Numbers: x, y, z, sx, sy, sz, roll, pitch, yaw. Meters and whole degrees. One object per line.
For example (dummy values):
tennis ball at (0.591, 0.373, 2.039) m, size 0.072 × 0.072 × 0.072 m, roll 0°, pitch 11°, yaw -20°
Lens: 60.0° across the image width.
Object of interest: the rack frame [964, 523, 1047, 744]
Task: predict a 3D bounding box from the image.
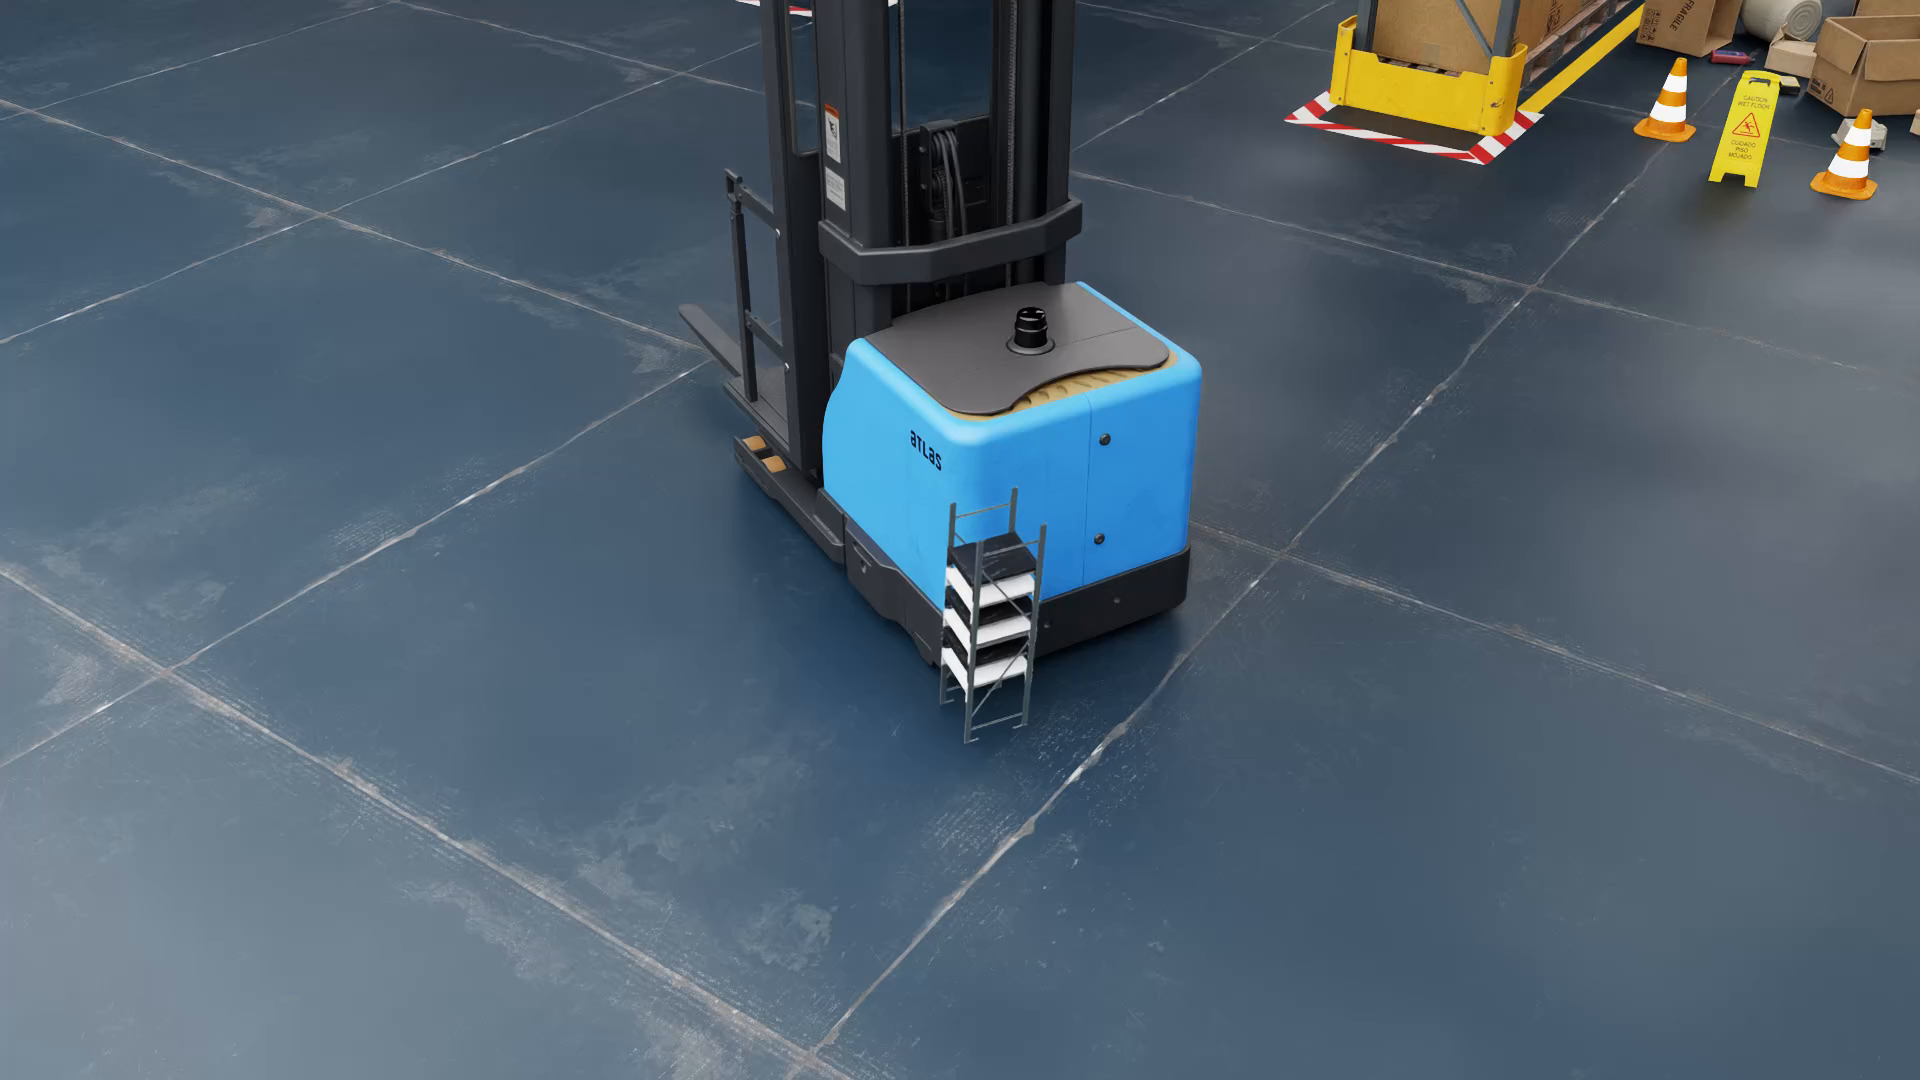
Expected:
rack frame at (0.143, 0.324, 5.470) m, size 0.240 × 0.900 × 0.006 m, roll -15°, pitch 43°, yaw -20°

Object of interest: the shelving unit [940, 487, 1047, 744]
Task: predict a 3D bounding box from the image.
shelving unit at (0.101, 0.264, 5.540) m, size 0.258 × 0.900 × 0.210 m, roll -15°, pitch 43°, yaw -20°

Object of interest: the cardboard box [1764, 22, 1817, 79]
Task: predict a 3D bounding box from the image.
cardboard box at (5.838, -3.388, 11.523) m, size 0.396 × 0.266 × 0.258 m, roll 29°, pitch 44°, yaw 36°

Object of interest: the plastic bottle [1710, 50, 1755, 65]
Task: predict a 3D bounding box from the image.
plastic bottle at (5.447, -3.400, 11.723) m, size 0.283 × 0.061 × 0.133 m, roll 8°, pitch 35°, yaw 12°

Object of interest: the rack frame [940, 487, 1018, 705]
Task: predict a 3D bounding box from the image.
rack frame at (0.058, 0.204, 5.610) m, size 0.240 × 0.900 × 0.006 m, roll -15°, pitch 43°, yaw -20°

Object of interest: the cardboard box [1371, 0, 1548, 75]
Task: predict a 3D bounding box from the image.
cardboard box at (3.357, -3.686, 11.045) m, size 0.875 × 0.875 × 0.875 m, roll 21°, pitch 40°, yaw 28°

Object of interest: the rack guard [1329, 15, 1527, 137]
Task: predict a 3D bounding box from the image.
rack guard at (3.011, -3.013, 10.759) m, size 1.175 × 0.500 × 0.348 m, roll 21°, pitch 39°, yaw 28°

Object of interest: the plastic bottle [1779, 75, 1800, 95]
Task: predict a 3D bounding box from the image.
plastic bottle at (5.599, -3.091, 11.267) m, size 0.133 × 0.061 × 0.283 m, roll 8°, pitch 35°, yaw 12°

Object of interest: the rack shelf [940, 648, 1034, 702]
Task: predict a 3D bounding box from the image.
rack shelf at (0.091, 0.429, 5.676) m, size 0.258 × 0.077 × 0.200 m, roll -15°, pitch 43°, yaw -20°

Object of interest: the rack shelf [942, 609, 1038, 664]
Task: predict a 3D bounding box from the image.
rack shelf at (0.099, 0.290, 5.562) m, size 0.258 × 0.077 × 0.200 m, roll -15°, pitch 43°, yaw -20°

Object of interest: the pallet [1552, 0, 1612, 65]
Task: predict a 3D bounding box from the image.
pallet at (4.112, -3.856, 12.264) m, size 1.003 × 0.211 × 1.213 m, roll 21°, pitch 39°, yaw 28°

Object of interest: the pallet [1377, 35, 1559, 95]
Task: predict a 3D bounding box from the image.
pallet at (3.416, -3.297, 11.437) m, size 1.003 × 0.211 × 1.213 m, roll 21°, pitch 39°, yaw 28°

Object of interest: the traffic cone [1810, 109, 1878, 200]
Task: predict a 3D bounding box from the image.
traffic cone at (5.228, -2.282, 9.711) m, size 0.336 × 0.463 × 0.334 m, roll 21°, pitch 39°, yaw 28°

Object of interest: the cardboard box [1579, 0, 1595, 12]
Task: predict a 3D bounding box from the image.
cardboard box at (4.378, -4.511, 12.264) m, size 0.875 × 0.875 × 0.875 m, roll 22°, pitch 40°, yaw 29°

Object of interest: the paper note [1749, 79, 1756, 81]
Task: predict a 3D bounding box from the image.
paper note at (5.405, -3.151, 11.400) m, size 0.123 × 0.001 × 0.032 m, roll -15°, pitch 37°, yaw -21°

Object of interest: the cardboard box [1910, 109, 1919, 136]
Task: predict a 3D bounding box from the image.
cardboard box at (6.236, -2.592, 10.450) m, size 0.250 × 0.149 × 0.380 m, roll -15°, pitch 37°, yaw -21°

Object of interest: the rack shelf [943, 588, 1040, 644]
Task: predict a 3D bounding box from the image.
rack shelf at (0.103, 0.220, 5.504) m, size 0.258 × 0.077 × 0.200 m, roll -15°, pitch 43°, yaw -20°

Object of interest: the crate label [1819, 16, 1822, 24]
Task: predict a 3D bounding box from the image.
crate label at (6.240, -3.895, 12.387) m, size 0.298 × 0.136 × 0.250 m, roll -3°, pitch 34°, yaw -4°

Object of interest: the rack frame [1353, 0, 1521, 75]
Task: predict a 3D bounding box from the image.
rack frame at (3.024, -4.059, 10.075) m, size 1.000 × 3.000 × 0.127 m, roll 21°, pitch 39°, yaw 28°

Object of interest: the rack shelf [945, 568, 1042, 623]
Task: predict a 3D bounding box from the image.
rack shelf at (0.107, 0.151, 5.447) m, size 0.258 × 0.077 × 0.200 m, roll -15°, pitch 43°, yaw -20°

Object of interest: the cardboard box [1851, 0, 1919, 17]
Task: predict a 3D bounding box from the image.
cardboard box at (6.596, -3.597, 11.498) m, size 0.797 × 0.637 × 0.503 m, roll 21°, pitch 39°, yaw 28°

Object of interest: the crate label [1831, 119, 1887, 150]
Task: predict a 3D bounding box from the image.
crate label at (5.625, -2.528, 10.367) m, size 0.250 × 0.136 × 0.298 m, roll 3°, pitch 34°, yaw 4°

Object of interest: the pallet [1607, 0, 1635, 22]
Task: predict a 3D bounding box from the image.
pallet at (4.807, -4.420, 13.098) m, size 1.003 × 0.211 × 1.213 m, roll 21°, pitch 39°, yaw 28°

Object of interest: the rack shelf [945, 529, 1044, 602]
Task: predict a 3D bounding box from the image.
rack shelf at (0.111, 0.082, 5.390) m, size 0.258 × 0.077 × 0.200 m, roll -15°, pitch 43°, yaw -20°

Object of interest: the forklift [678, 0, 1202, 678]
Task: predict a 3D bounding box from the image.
forklift at (-0.314, -1.518, 6.378) m, size 1.130 × 2.935 × 3.031 m, roll -18°, pitch 38°, yaw -25°

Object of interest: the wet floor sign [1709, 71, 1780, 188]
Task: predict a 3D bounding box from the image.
wet floor sign at (4.634, -2.438, 9.779) m, size 0.267 × 0.644 × 0.232 m, roll 14°, pitch 37°, yaw 20°

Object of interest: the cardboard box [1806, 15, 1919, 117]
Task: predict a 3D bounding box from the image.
cardboard box at (6.070, -3.108, 10.896) m, size 0.797 × 0.503 × 0.637 m, roll -3°, pitch 34°, yaw -4°

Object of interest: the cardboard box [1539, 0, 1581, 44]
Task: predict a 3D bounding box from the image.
cardboard box at (3.857, -4.092, 11.645) m, size 0.875 × 0.875 × 0.875 m, roll 21°, pitch 39°, yaw 27°

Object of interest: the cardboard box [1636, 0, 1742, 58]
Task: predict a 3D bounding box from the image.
cardboard box at (5.263, -3.823, 11.955) m, size 0.500 × 0.500 × 0.500 m, roll 29°, pitch 44°, yaw 36°

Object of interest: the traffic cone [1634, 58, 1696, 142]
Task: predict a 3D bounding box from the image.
traffic cone at (4.494, -2.799, 10.476) m, size 0.336 × 0.463 × 0.334 m, roll 21°, pitch 39°, yaw 28°

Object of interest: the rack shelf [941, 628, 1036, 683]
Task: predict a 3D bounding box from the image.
rack shelf at (0.095, 0.359, 5.619) m, size 0.258 × 0.077 × 0.200 m, roll -15°, pitch 43°, yaw -20°

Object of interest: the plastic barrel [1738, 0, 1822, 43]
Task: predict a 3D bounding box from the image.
plastic barrel at (5.918, -3.821, 12.022) m, size 0.421 × 0.421 × 0.512 m, roll -9°, pitch 35°, yaw -13°
